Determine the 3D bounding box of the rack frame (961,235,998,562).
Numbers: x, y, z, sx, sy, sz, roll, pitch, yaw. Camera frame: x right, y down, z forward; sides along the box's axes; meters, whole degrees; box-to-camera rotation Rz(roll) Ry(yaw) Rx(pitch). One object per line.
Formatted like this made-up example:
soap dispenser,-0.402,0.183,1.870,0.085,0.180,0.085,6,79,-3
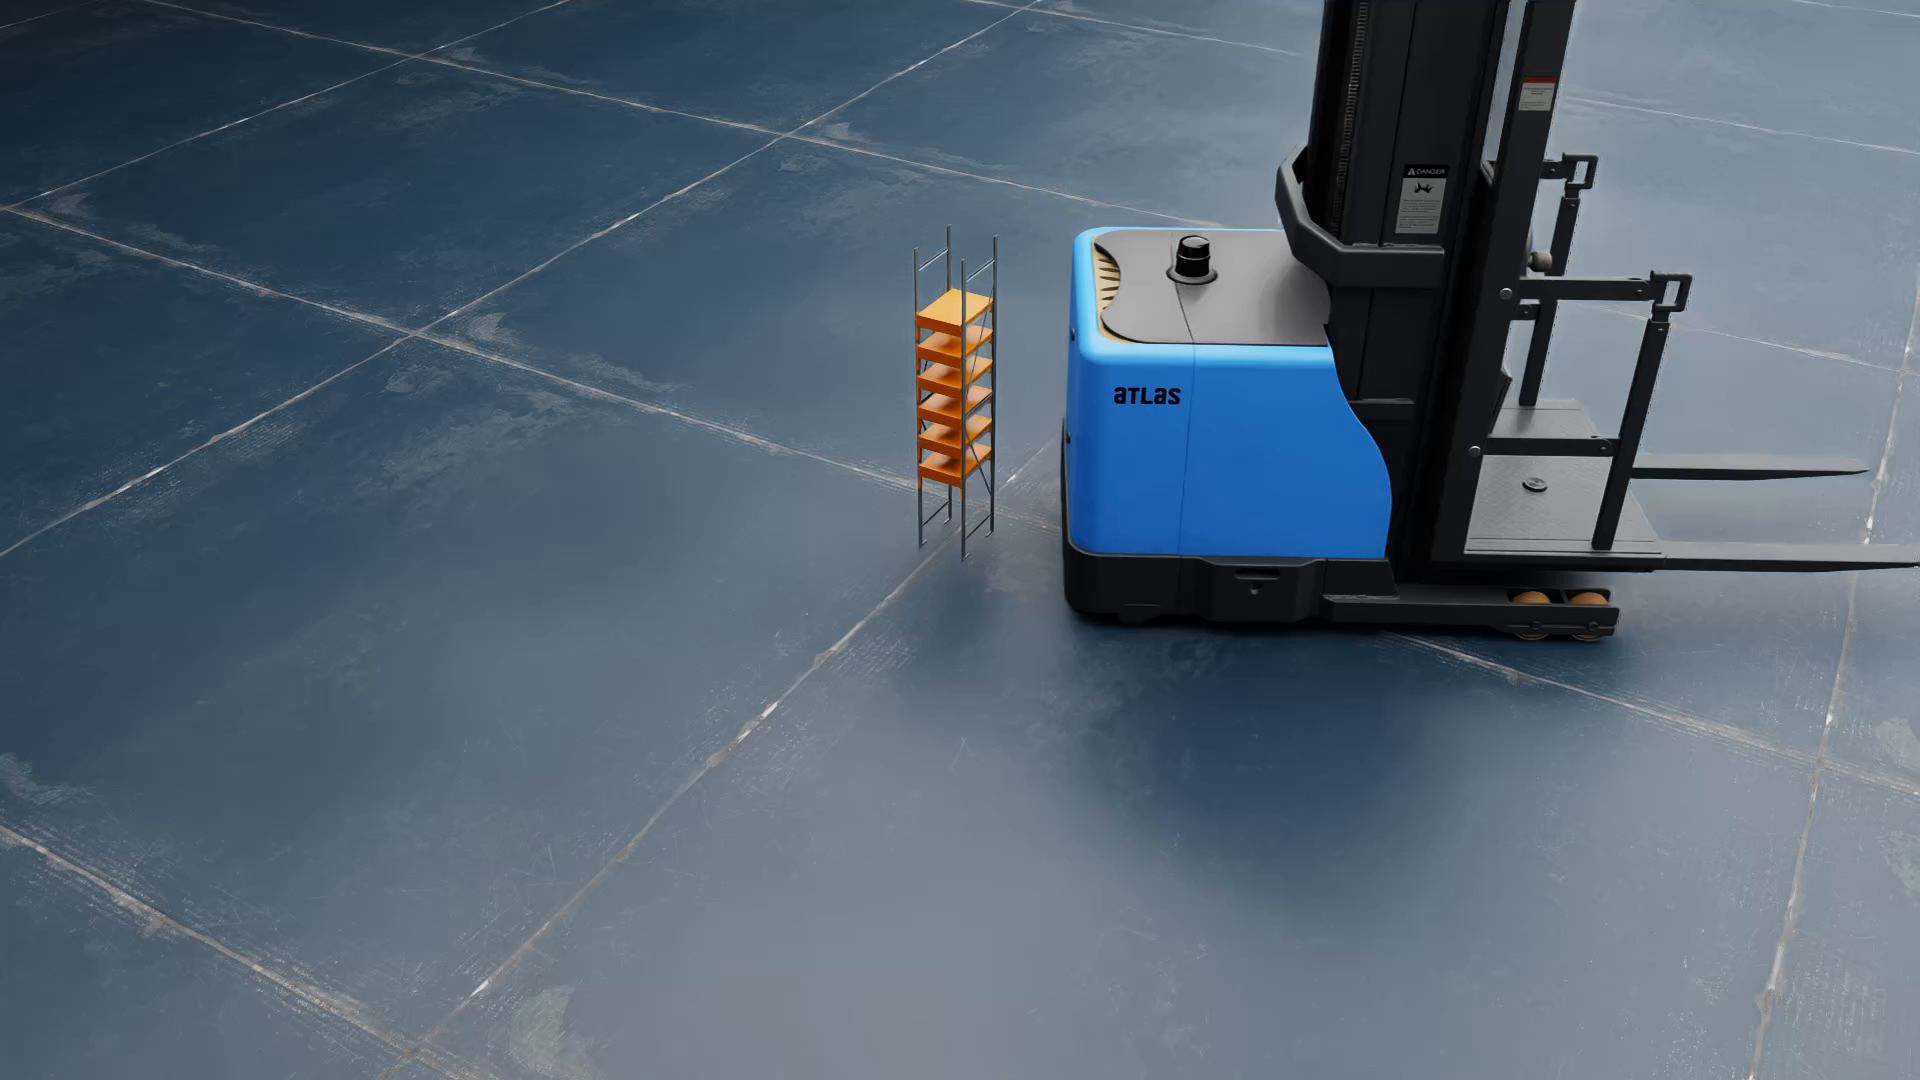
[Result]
rack frame,0.067,-0.478,5.886,0.006,1.200,0.240,18,37,24

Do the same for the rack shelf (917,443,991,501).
rack shelf,-0.013,-0.267,6.081,0.180,0.103,0.258,18,37,24

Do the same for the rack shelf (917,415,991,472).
rack shelf,-0.013,-0.367,6.015,0.180,0.103,0.258,18,37,24

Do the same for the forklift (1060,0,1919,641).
forklift,1.895,-1.173,5.367,3.031,2.935,1.130,1,34,2

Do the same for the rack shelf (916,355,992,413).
rack shelf,-0.013,-0.566,5.882,0.180,0.103,0.258,18,37,24

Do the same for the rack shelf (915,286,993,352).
rack shelf,-0.013,-0.766,5.749,0.180,0.103,0.258,18,37,24

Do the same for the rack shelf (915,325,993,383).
rack shelf,-0.013,-0.666,5.815,0.180,0.103,0.258,18,37,24

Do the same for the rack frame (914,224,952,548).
rack frame,-0.092,-0.529,5.961,0.006,1.200,0.240,18,37,24

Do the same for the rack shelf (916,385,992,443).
rack shelf,-0.013,-0.466,5.948,0.180,0.103,0.258,18,37,24

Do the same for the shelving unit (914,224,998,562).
shelving unit,-0.013,-0.503,5.923,0.189,1.200,0.258,18,37,24
